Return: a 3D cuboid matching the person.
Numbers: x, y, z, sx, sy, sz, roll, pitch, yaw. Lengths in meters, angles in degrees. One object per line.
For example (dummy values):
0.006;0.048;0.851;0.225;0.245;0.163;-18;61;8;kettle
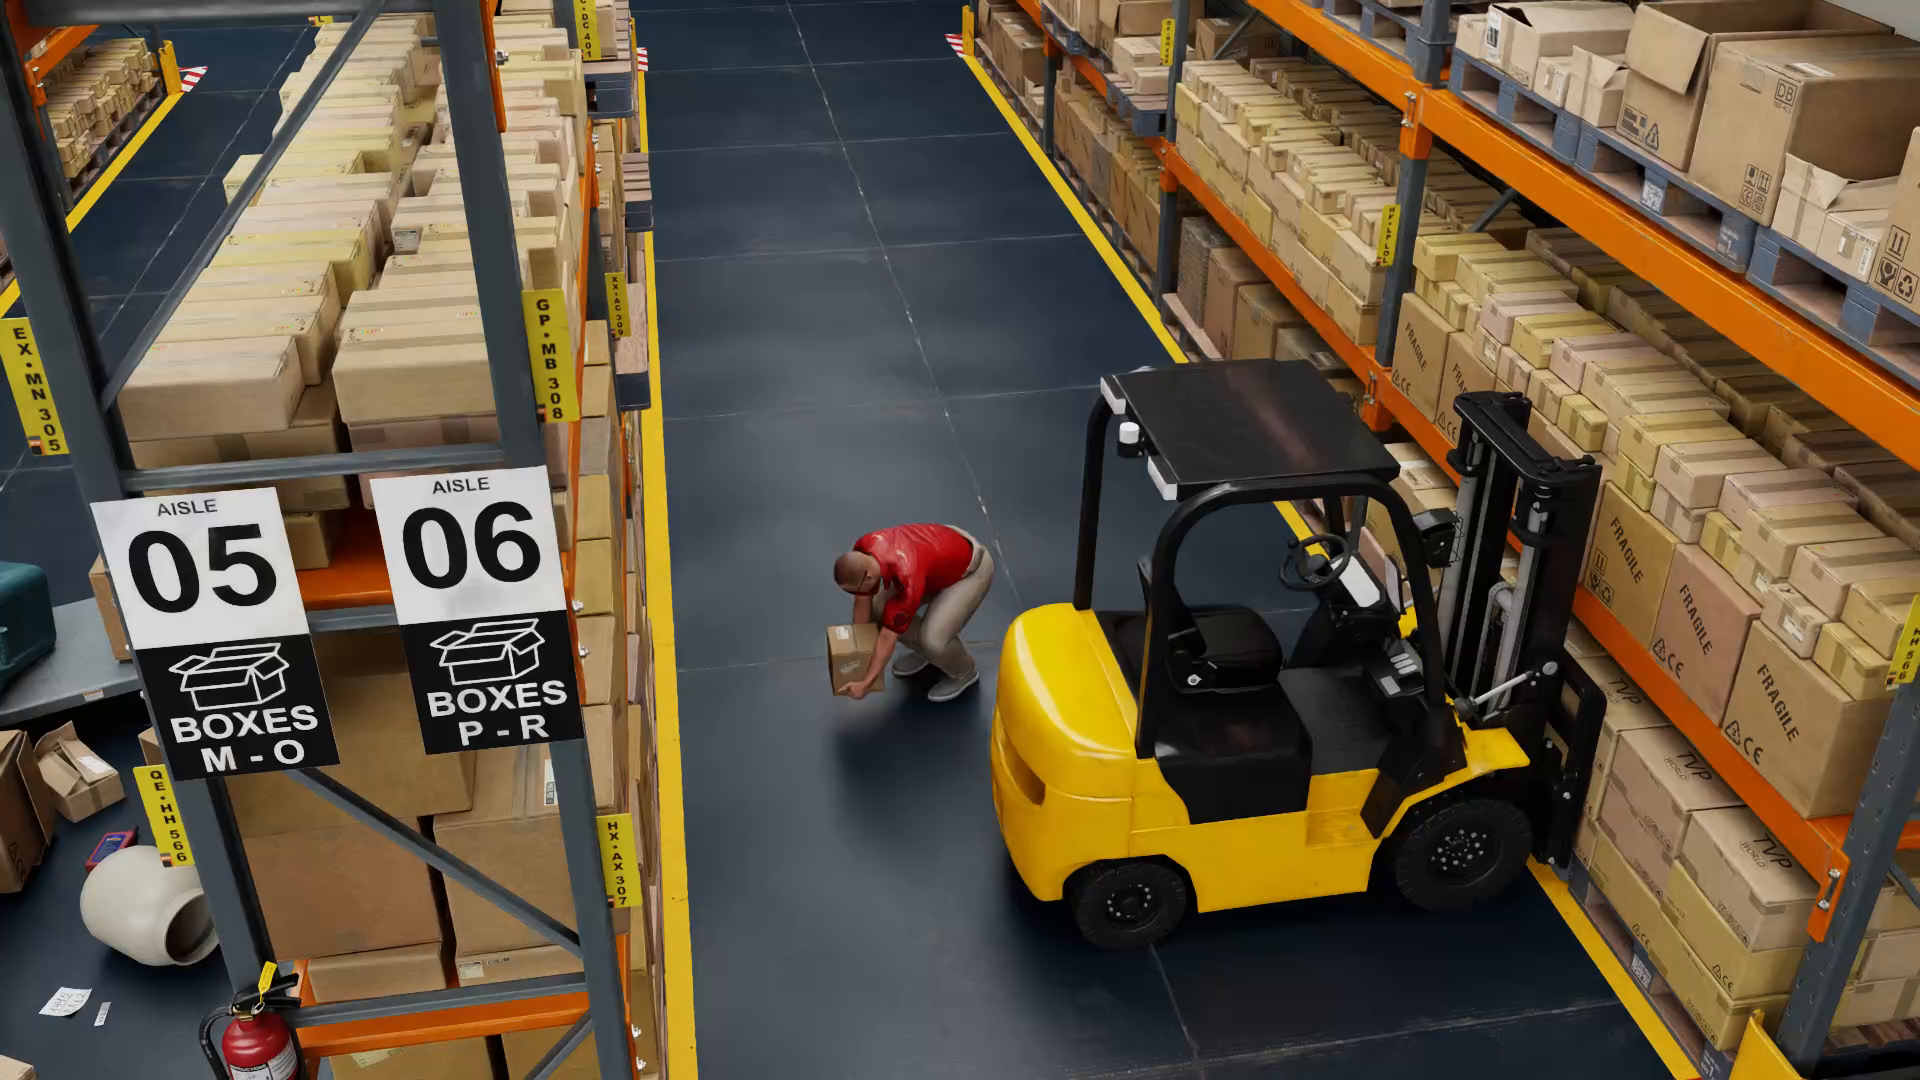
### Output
-0.257;0.356;8.307;0.965;0.967;0.544;-23;38;-34;person
